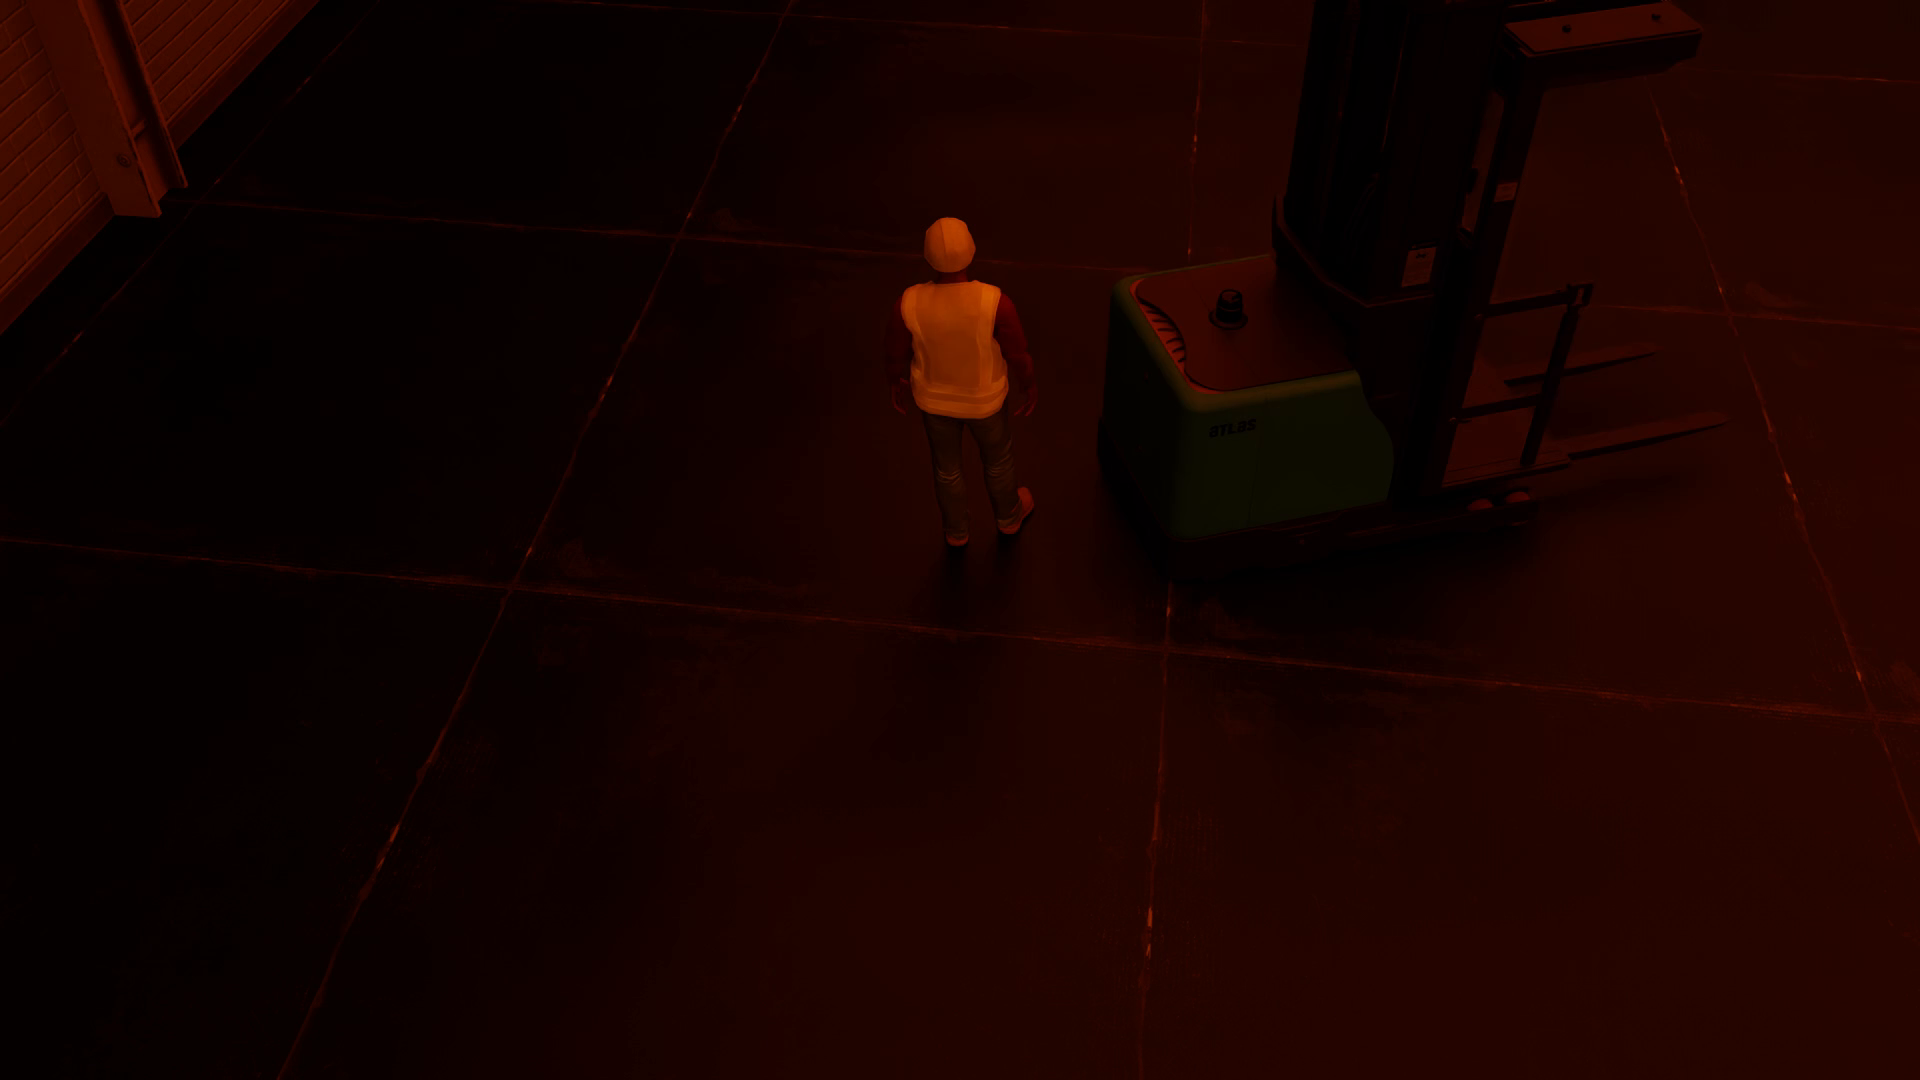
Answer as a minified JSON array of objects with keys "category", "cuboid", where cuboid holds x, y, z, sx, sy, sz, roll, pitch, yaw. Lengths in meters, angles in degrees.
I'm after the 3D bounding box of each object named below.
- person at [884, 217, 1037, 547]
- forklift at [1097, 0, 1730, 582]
[{"category":"person","cuboid":[0.015,-0.702,7.338,0.666,1.765,0.577,5,43,6]},{"category":"forklift","cuboid":[2.254,-1.446,7.298,3.031,2.935,1.130,-11,44,-12]}]
